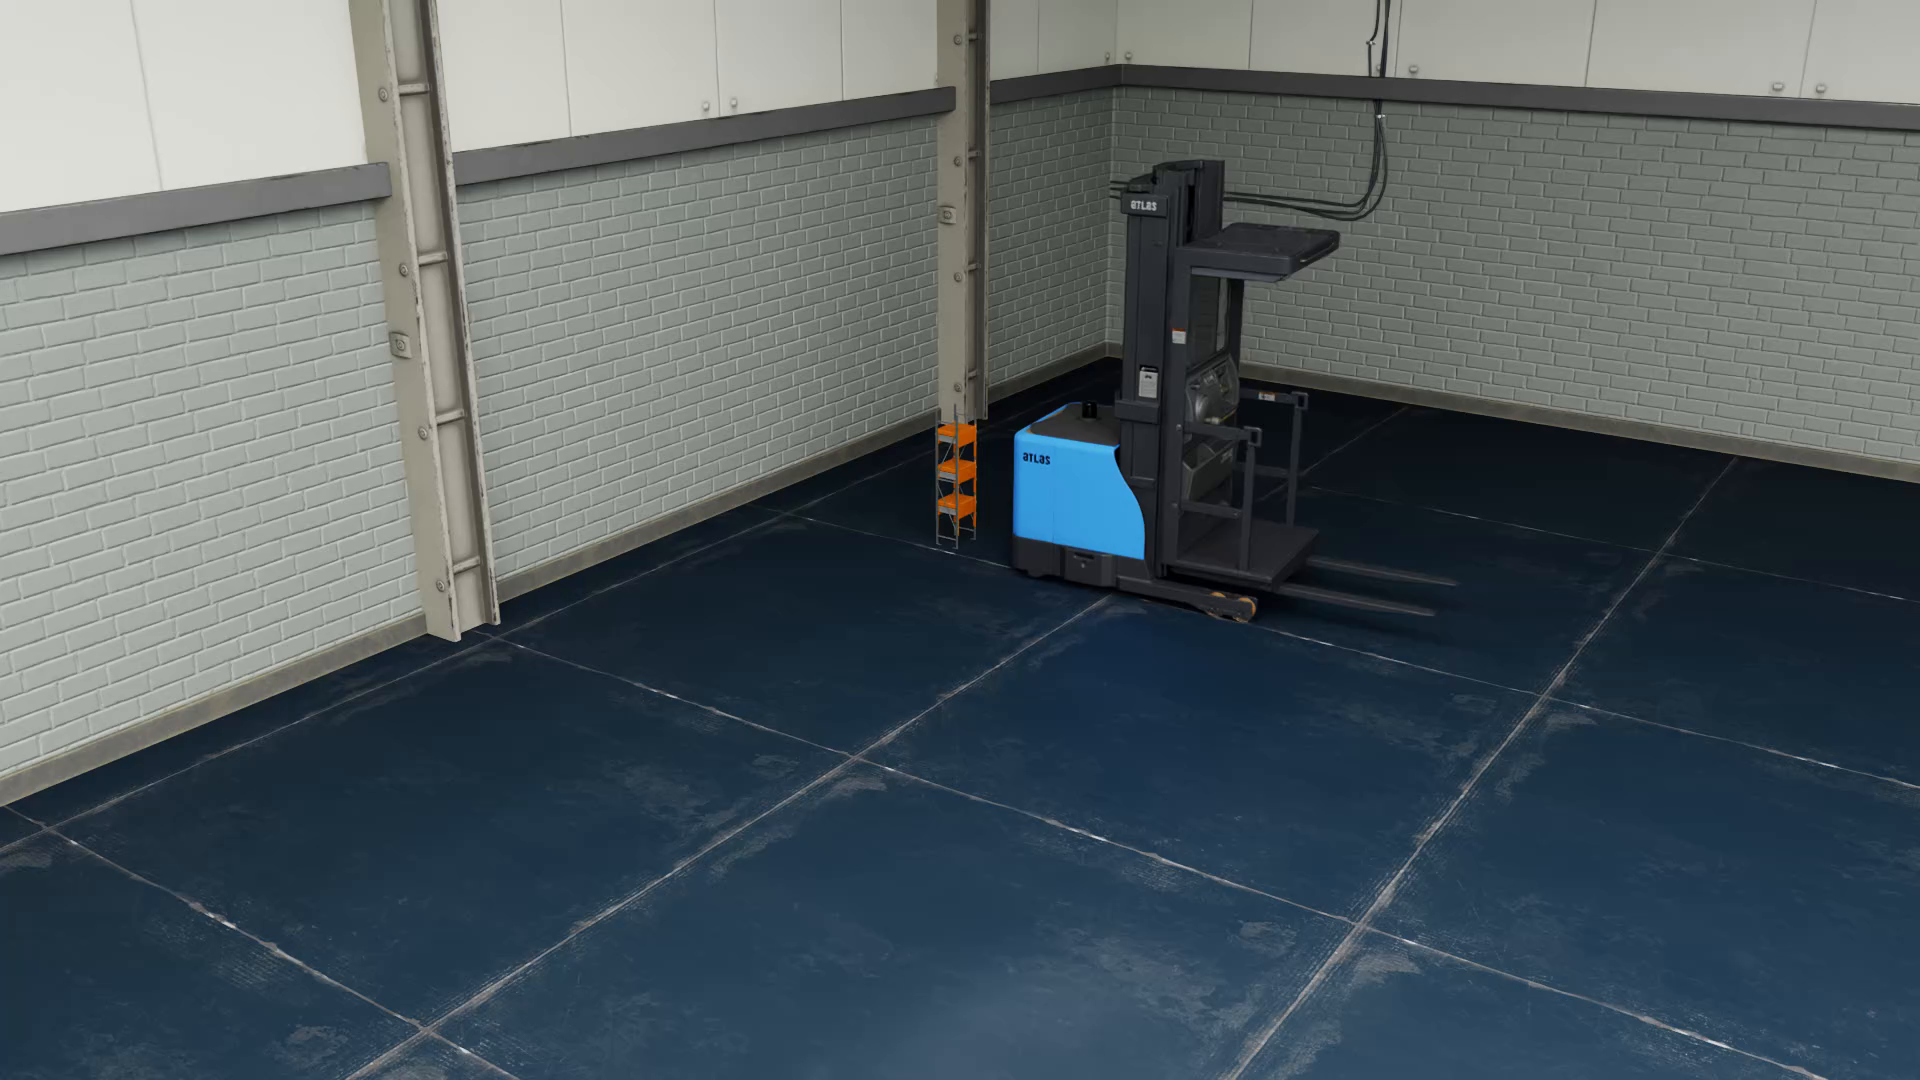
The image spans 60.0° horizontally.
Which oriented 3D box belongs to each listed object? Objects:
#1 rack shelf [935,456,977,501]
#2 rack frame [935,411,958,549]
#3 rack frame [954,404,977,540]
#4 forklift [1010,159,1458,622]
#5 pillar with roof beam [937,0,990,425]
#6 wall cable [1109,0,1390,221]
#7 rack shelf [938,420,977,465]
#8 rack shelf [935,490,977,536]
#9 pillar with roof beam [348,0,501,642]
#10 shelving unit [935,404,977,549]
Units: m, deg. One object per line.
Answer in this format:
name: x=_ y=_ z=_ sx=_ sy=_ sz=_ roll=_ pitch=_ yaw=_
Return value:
rack shelf: x=-0.030 y=-0.467 z=12.545 sx=0.215 sy=0.259 sz=0.240 roll=13 pitch=24 yaw=32
rack frame: x=-0.099 y=-0.442 z=12.447 sx=0.200 sy=1.050 sz=0.008 roll=13 pitch=24 yaw=32
rack frame: x=0.039 y=-0.512 z=12.636 sx=0.200 sy=1.050 sz=0.008 roll=13 pitch=24 yaw=32
forklift: x=1.909 y=-1.028 z=11.318 sx=3.031 sy=2.935 sz=1.130 roll=11 pitch=23 yaw=27
pillar with roof beam: x=3.592 y=-4.517 z=12.004 sx=9.100 sy=9.000 sz=0.400 roll=13 pitch=24 yaw=32
wall cable: x=2.781 y=-4.487 z=16.401 sx=3.097 sy=2.526 sz=0.112 roll=13 pitch=24 yaw=32
rack shelf: x=-0.030 y=-0.733 z=12.446 sx=0.215 sy=0.259 sz=0.240 roll=13 pitch=24 yaw=32
rack shelf: x=-0.030 y=-0.206 z=12.641 sx=0.215 sy=0.259 sz=0.240 roll=13 pitch=24 yaw=32
pillar with roof beam: x=0.219 y=-2.795 z=7.350 sx=9.100 sy=9.000 sz=0.400 roll=13 pitch=24 yaw=32
shelving unit: x=-0.030 y=-0.477 z=12.541 sx=0.215 sy=1.050 sz=0.252 roll=13 pitch=24 yaw=32
